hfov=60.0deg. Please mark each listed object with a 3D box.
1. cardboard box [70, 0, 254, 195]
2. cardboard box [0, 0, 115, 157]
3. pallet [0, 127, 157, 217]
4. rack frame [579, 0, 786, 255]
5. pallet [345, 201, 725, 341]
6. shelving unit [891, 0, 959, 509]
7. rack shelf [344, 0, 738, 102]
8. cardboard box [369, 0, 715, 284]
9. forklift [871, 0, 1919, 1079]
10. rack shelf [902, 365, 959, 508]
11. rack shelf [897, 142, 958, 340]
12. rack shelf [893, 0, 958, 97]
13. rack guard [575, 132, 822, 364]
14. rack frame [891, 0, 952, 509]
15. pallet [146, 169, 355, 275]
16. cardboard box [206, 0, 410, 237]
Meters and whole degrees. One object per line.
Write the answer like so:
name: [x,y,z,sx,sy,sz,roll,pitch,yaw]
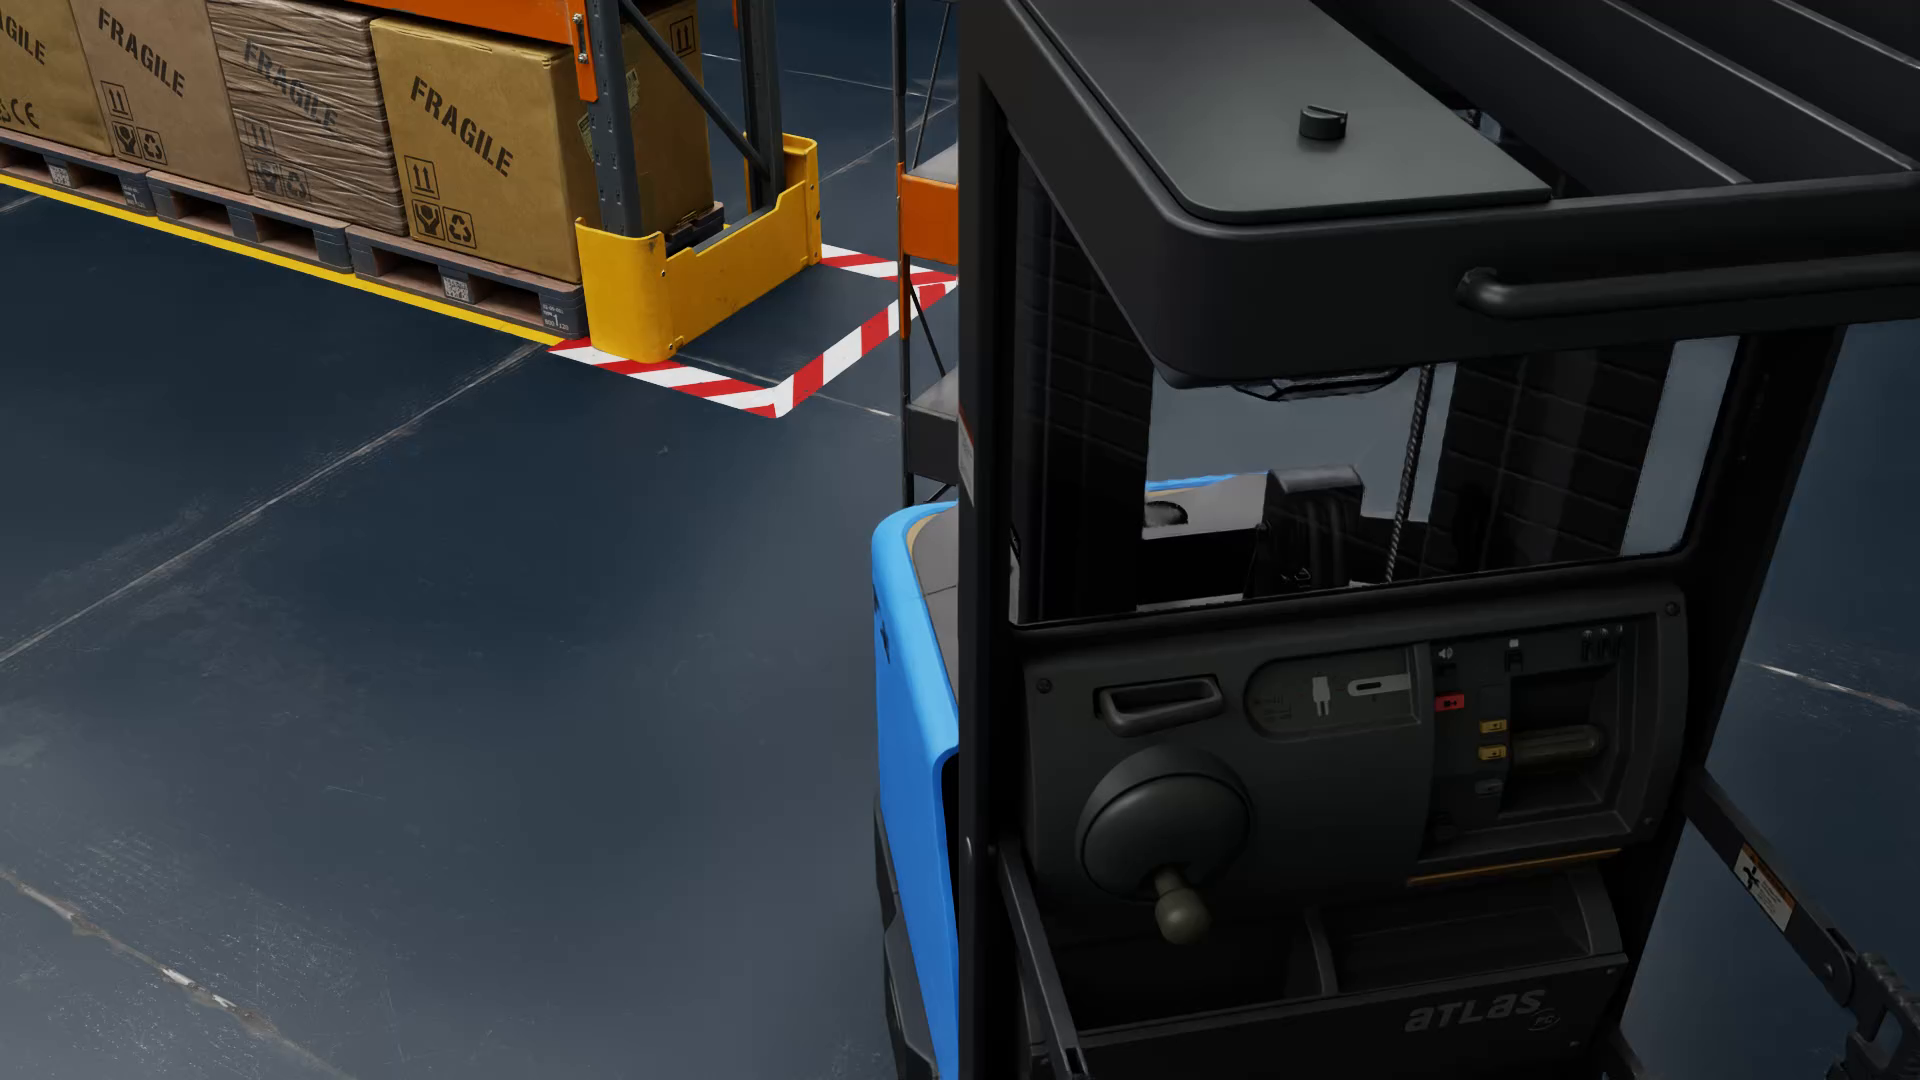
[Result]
cardboard box: [-3.177,-2.154,7.317,0.875,0.875,0.875,18,37,24]
cardboard box: [-3.959,-2.402,7.688,0.875,0.875,0.875,18,37,24]
pallet: [-3.871,-1.924,7.948,1.213,0.211,1.003,18,37,24]
rack frame: [-1.019,-2.231,5.894,0.127,3.000,1.000,18,37,24]
pallet: [-1.752,-1.253,6.941,1.213,0.211,1.003,18,37,24]
shelving unit: [0.144,-0.828,4.600,0.503,2.100,0.431,18,37,24]
rack shelf: [-2.756,-2.482,6.920,4.000,0.370,1.077,18,37,24]
cardboard box: [-1.615,-1.659,6.573,0.875,0.875,0.875,18,37,24]
forklift: [0.587,0.357,2.069,1.130,2.935,3.031,-6,34,-9]
rack shelf: [0.144,-0.234,4.995,0.480,0.518,0.431,18,37,24]
rack shelf: [0.144,-0.817,4.607,0.480,0.518,0.431,18,37,24]
rack shelf: [0.144,-1.400,4.219,0.480,0.518,0.431,18,37,24]
rack guard: [-0.998,-1.184,6.577,0.348,0.500,1.175,18,37,24]
rack frame: [-0.068,-0.896,4.700,0.015,2.100,0.400,18,37,24]
pallet: [-2.807,-1.589,7.445,1.213,0.211,1.003,18,37,24]
cardboard box: [-2.405,-1.909,6.949,0.875,0.875,0.875,18,37,24]
